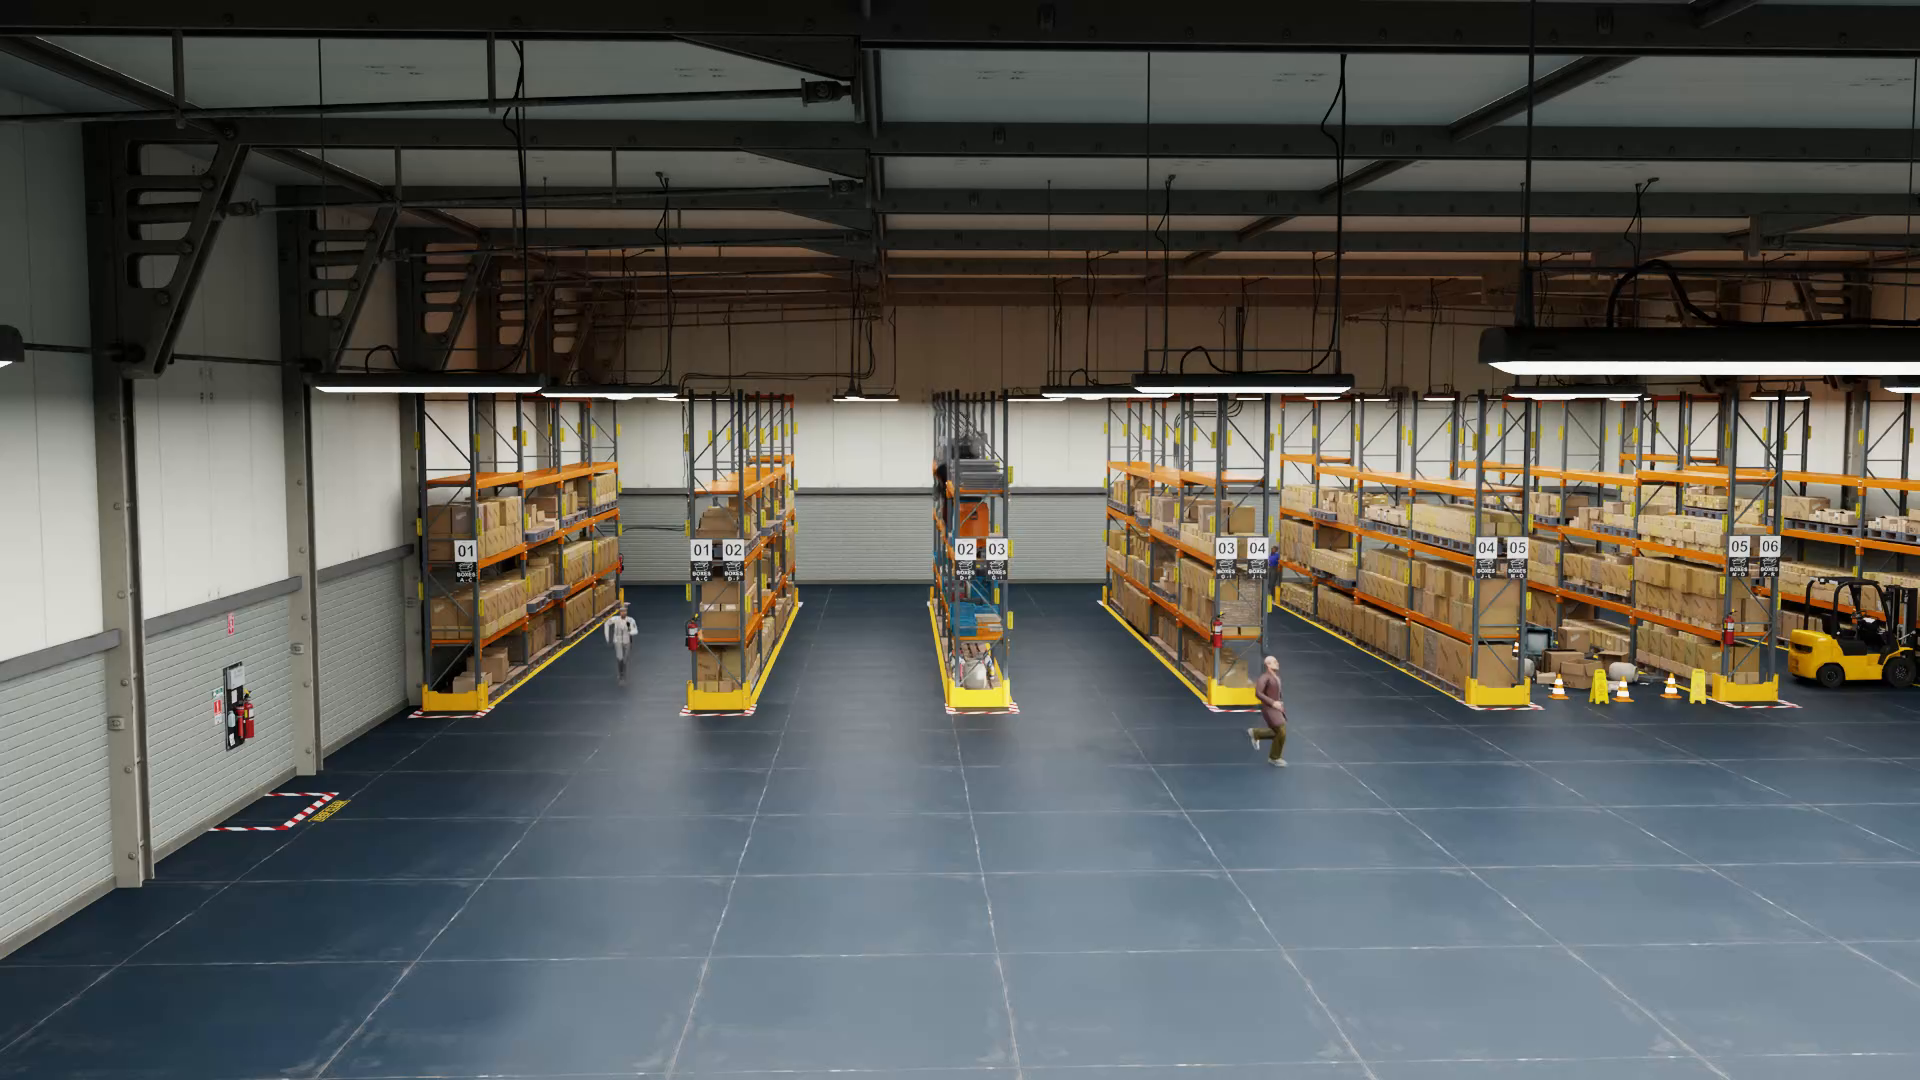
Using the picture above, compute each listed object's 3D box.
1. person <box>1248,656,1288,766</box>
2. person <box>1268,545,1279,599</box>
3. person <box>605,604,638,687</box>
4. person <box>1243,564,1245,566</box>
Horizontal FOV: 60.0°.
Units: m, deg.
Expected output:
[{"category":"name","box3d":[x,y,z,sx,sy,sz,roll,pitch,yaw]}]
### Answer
[{"category":"person","box3d":[4.911,2.710,26.497,0.714,1.733,0.742,3,5,29]},{"category":"person","box3d":[9.189,0.950,48.870,0.528,1.600,0.598,-3,6,-35]},{"category":"person","box3d":[-6.881,2.131,33.836,0.638,1.680,0.800,-1,5,-17]},{"category":"person","box3d":[8.482,0.972,48.262,0.693,1.678,0.643,-4,6,-42]}]
